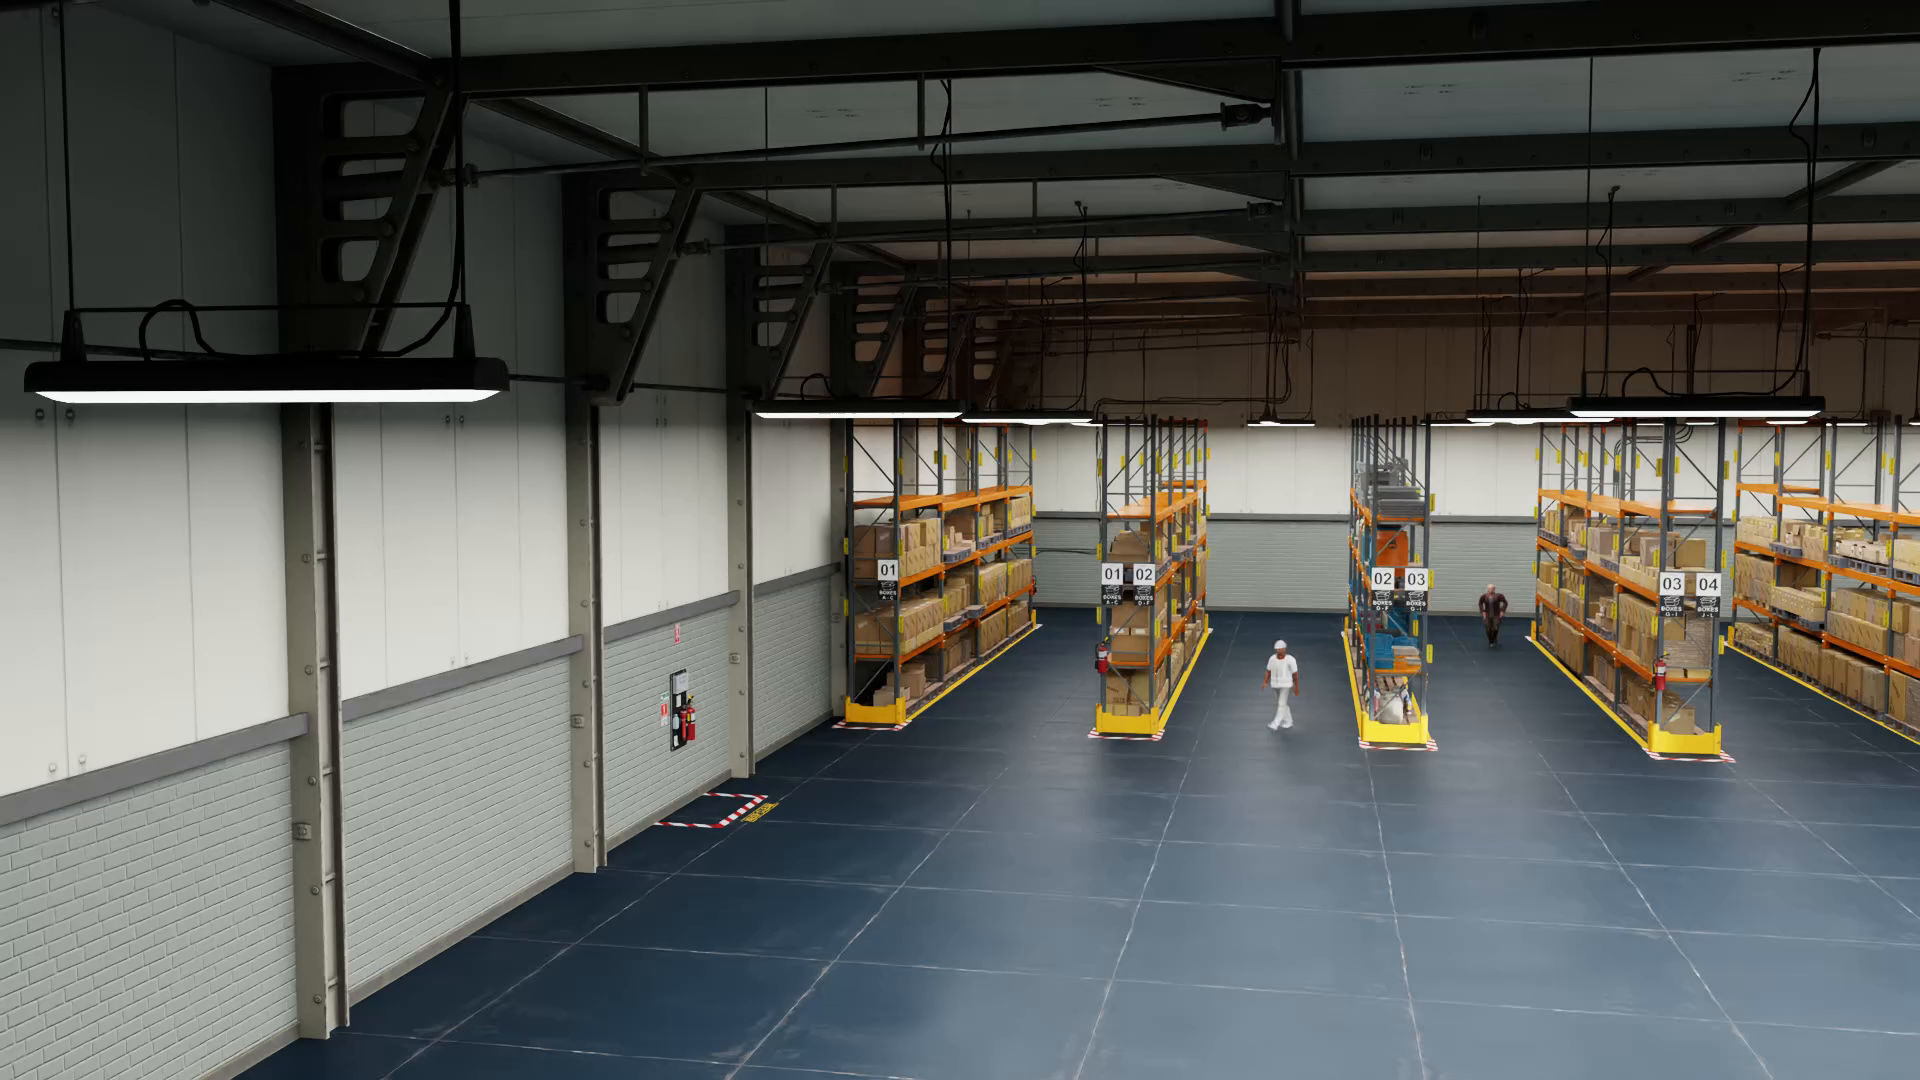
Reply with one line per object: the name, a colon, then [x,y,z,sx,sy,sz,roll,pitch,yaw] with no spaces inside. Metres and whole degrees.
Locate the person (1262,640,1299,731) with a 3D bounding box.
person: [6.010,2.750,31.436,1.089,1.700,0.595,-3,5,-42]

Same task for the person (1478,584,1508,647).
person: [13.975,1.997,43.607,0.744,1.665,0.641,1,4,20]
